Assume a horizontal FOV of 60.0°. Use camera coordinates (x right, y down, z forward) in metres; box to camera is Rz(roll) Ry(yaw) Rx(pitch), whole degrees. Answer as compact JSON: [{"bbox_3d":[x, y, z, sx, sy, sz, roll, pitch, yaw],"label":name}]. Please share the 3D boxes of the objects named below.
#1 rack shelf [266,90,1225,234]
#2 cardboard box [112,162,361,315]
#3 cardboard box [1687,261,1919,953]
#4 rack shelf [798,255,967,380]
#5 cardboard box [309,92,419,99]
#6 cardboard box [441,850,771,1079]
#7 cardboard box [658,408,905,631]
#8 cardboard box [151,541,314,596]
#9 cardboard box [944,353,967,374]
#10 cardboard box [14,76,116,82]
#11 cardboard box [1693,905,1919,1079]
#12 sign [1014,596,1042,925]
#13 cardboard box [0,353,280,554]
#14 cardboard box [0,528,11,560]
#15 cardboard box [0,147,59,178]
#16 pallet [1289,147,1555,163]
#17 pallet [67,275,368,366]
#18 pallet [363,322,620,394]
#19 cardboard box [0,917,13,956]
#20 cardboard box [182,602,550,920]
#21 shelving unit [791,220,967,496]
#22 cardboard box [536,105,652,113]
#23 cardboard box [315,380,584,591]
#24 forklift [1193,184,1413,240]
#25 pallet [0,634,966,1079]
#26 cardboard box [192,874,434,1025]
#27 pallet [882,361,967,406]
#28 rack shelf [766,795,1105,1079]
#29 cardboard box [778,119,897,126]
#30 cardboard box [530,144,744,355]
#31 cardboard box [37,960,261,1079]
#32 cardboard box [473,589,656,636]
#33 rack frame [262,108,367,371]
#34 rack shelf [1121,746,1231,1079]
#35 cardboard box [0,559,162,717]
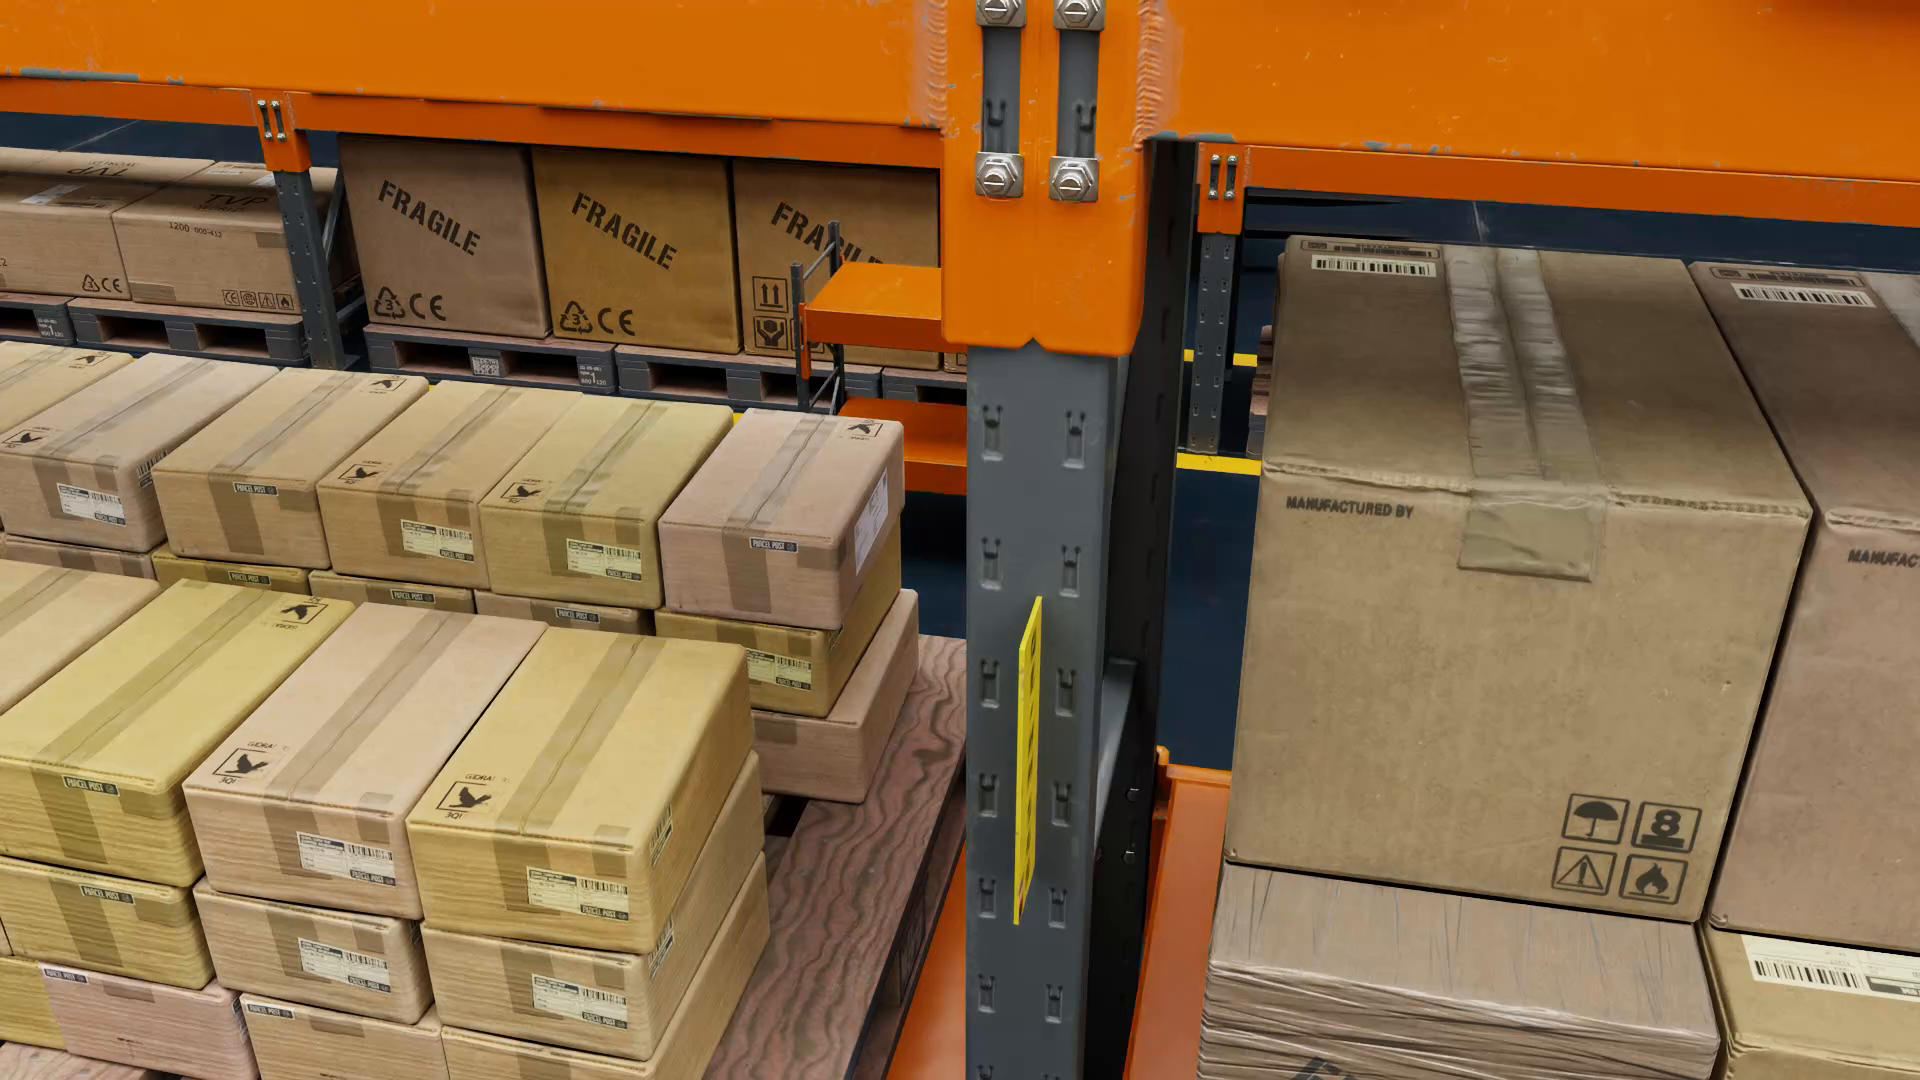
[{"bbox_3d":[-0.851,-1.786,7.138,4.000,0.370,1.077,6,29,11],"label":"rack shelf"},{"bbox_3d":[-3.399,-1.476,8.053,0.875,0.438,0.875,5,29,10],"label":"cardboard box"},{"bbox_3d":[1.102,0.051,1.888,0.500,0.500,0.700,5,29,10],"label":"cardboard box"},{"bbox_3d":[-0.007,-0.751,5.841,1.000,0.278,0.538,6,29,11],"label":"rack shelf"},{"bbox_3d":[-2.432,-2.069,7.061,0.500,0.250,0.500,5,29,9],"label":"cardboard box"},{"bbox_3d":[-0.408,0.526,1.990,0.250,0.149,0.380,6,29,11],"label":"cardboard box"},{"bbox_3d":[-0.246,-0.039,2.403,0.250,0.149,0.380,6,29,11],"label":"cardboard box"},{"bbox_3d":[-1.035,0.010,2.623,0.250,0.149,0.380,6,29,11],"label":"cardboard box"},{"bbox_3d":[0.447,-1.262,7.206,0.875,0.875,0.875,6,29,10],"label":"cardboard box"},{"bbox_3d":[-3.818,-2.322,7.263,0.500,0.500,0.500,5,29,9],"label":"cardboard box"},{"bbox_3d":[1.050,0.611,1.906,0.500,0.500,0.500,6,29,10],"label":"cardboard box"},{"bbox_3d":[0.066,0.216,1.608,0.005,0.325,0.100,6,29,11],"label":"sign"},{"bbox_3d":[-1.268,-0.144,2.595,0.250,0.149,0.380,7,30,13],"label":"cardboard box"},{"bbox_3d":[-1.520,-0.042,2.718,0.250,0.149,0.380,6,29,10],"label":"cardboard box"},{"bbox_3d":[-5.156,-1.657,8.384,0.875,0.438,0.875,7,29,12],"label":"cardboard box"},{"bbox_3d":[1.824,-1.796,6.606,1.003,0.211,1.213,6,29,11],"label":"pallet"},{"bbox_3d":[-3.534,-1.192,8.208,1.213,0.211,1.003,6,29,11],"label":"pallet"},{"bbox_3d":[-2.037,-1.037,7.925,1.213,0.211,1.003,6,29,11],"label":"pallet"},{"bbox_3d":[-1.172,0.317,2.062,0.250,0.149,0.380,6,29,11],"label":"cardboard box"},{"bbox_3d":[-0.650,0.238,1.896,0.250,0.149,0.380,6,29,10],"label":"cardboard box"},{"bbox_3d":[-0.007,-0.494,5.981,1.048,1.125,0.538,6,29,11],"label":"shelving unit"},{"bbox_3d":[-1.428,-1.958,6.860,0.500,0.250,0.500,6,29,10],"label":"cardboard box"},{"bbox_3d":[-0.744,-0.091,2.498,0.250,0.149,0.380,6,29,10],"label":"cardboard box"},{"bbox_3d":[0.915,-2.939,8.567,3.031,2.935,1.130,4,29,7],"label":"forklift"},{"bbox_3d":[-0.549,0.496,2.420,1.003,0.211,1.213,6,29,11],"label":"pallet"},{"bbox_3d":[-0.670,0.367,1.970,0.250,0.149,0.380,7,29,12],"label":"cardboard box"},{"bbox_3d":[0.350,-0.793,7.478,1.213,0.211,1.003,6,29,11],"label":"pallet"},{"bbox_3d":[-1.786,0.549,2.874,4.000,0.370,1.077,6,29,11],"label":"rack shelf"},{"bbox_3d":[-0.436,-1.866,6.691,0.500,0.250,0.500,6,29,10],"label":"cardboard box"},{"bbox_3d":[-1.299,-1.443,7.538,0.875,0.875,0.875,7,29,12],"label":"cardboard box"},{"bbox_3d":[-0.903,0.475,2.084,0.250,0.149,0.380,6,29,11],"label":"cardboard box"},{"bbox_3d":[-0.527,0.060,2.531,0.250,0.149,0.380,7,30,13],"label":"cardboard box"},{"bbox_3d":[-2.807,-2.302,7.332,0.127,3.000,1.000,6,29,11],"label":"rack frame"},{"bbox_3d":[2.126,0.950,2.141,4.000,0.370,1.077,6,29,11],"label":"rack shelf"},{"bbox_3d":[-1.168,0.187,1.989,0.250,0.149,0.380,7,29,12],"label":"cardboard box"}]
